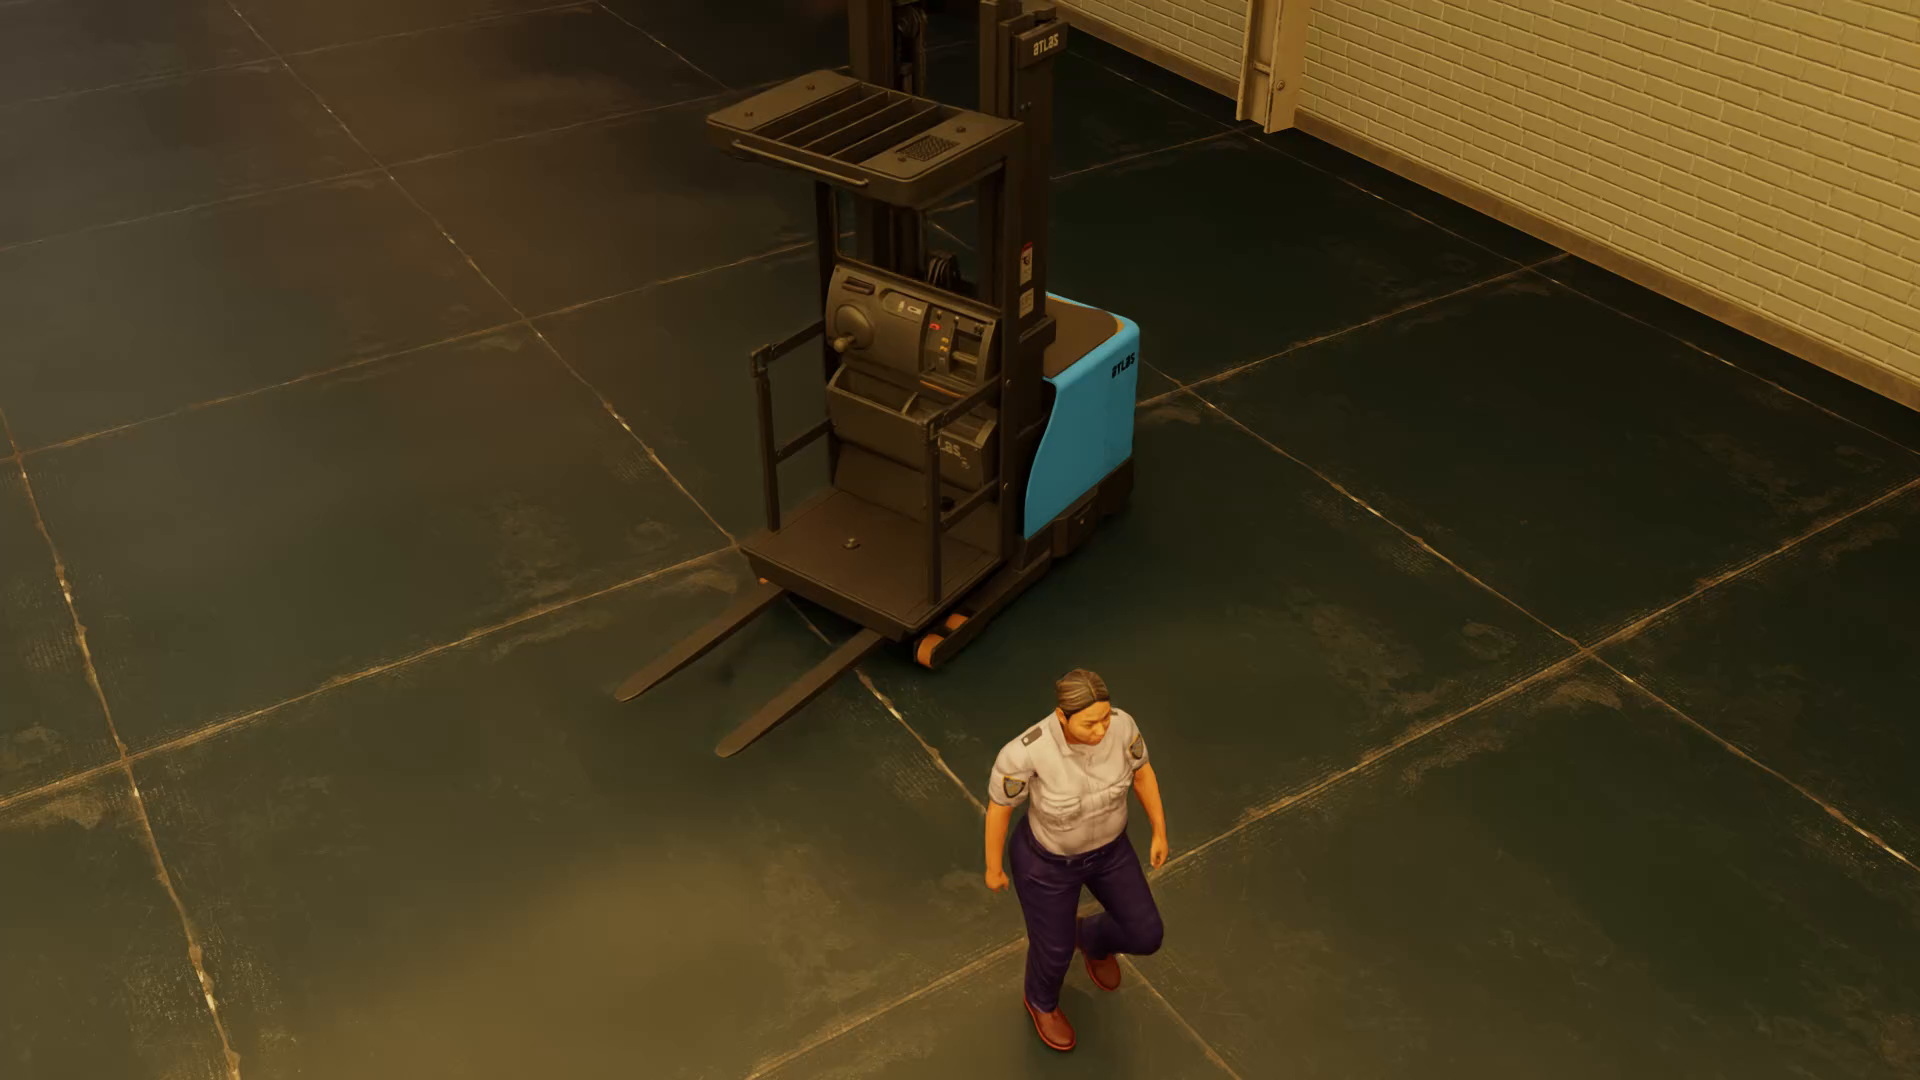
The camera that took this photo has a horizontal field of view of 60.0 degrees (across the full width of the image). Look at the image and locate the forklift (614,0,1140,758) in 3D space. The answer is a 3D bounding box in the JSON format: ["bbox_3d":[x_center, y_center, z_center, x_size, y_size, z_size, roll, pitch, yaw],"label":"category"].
[{"bbox_3d":[-0.357,-0.911,7.444,1.130,2.935,3.031,23,41,29],"label":"forklift"}]

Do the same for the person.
[{"bbox_3d":[0.420,1.103,5.714,0.629,1.630,0.455,-17,38,-22],"label":"person"}]
